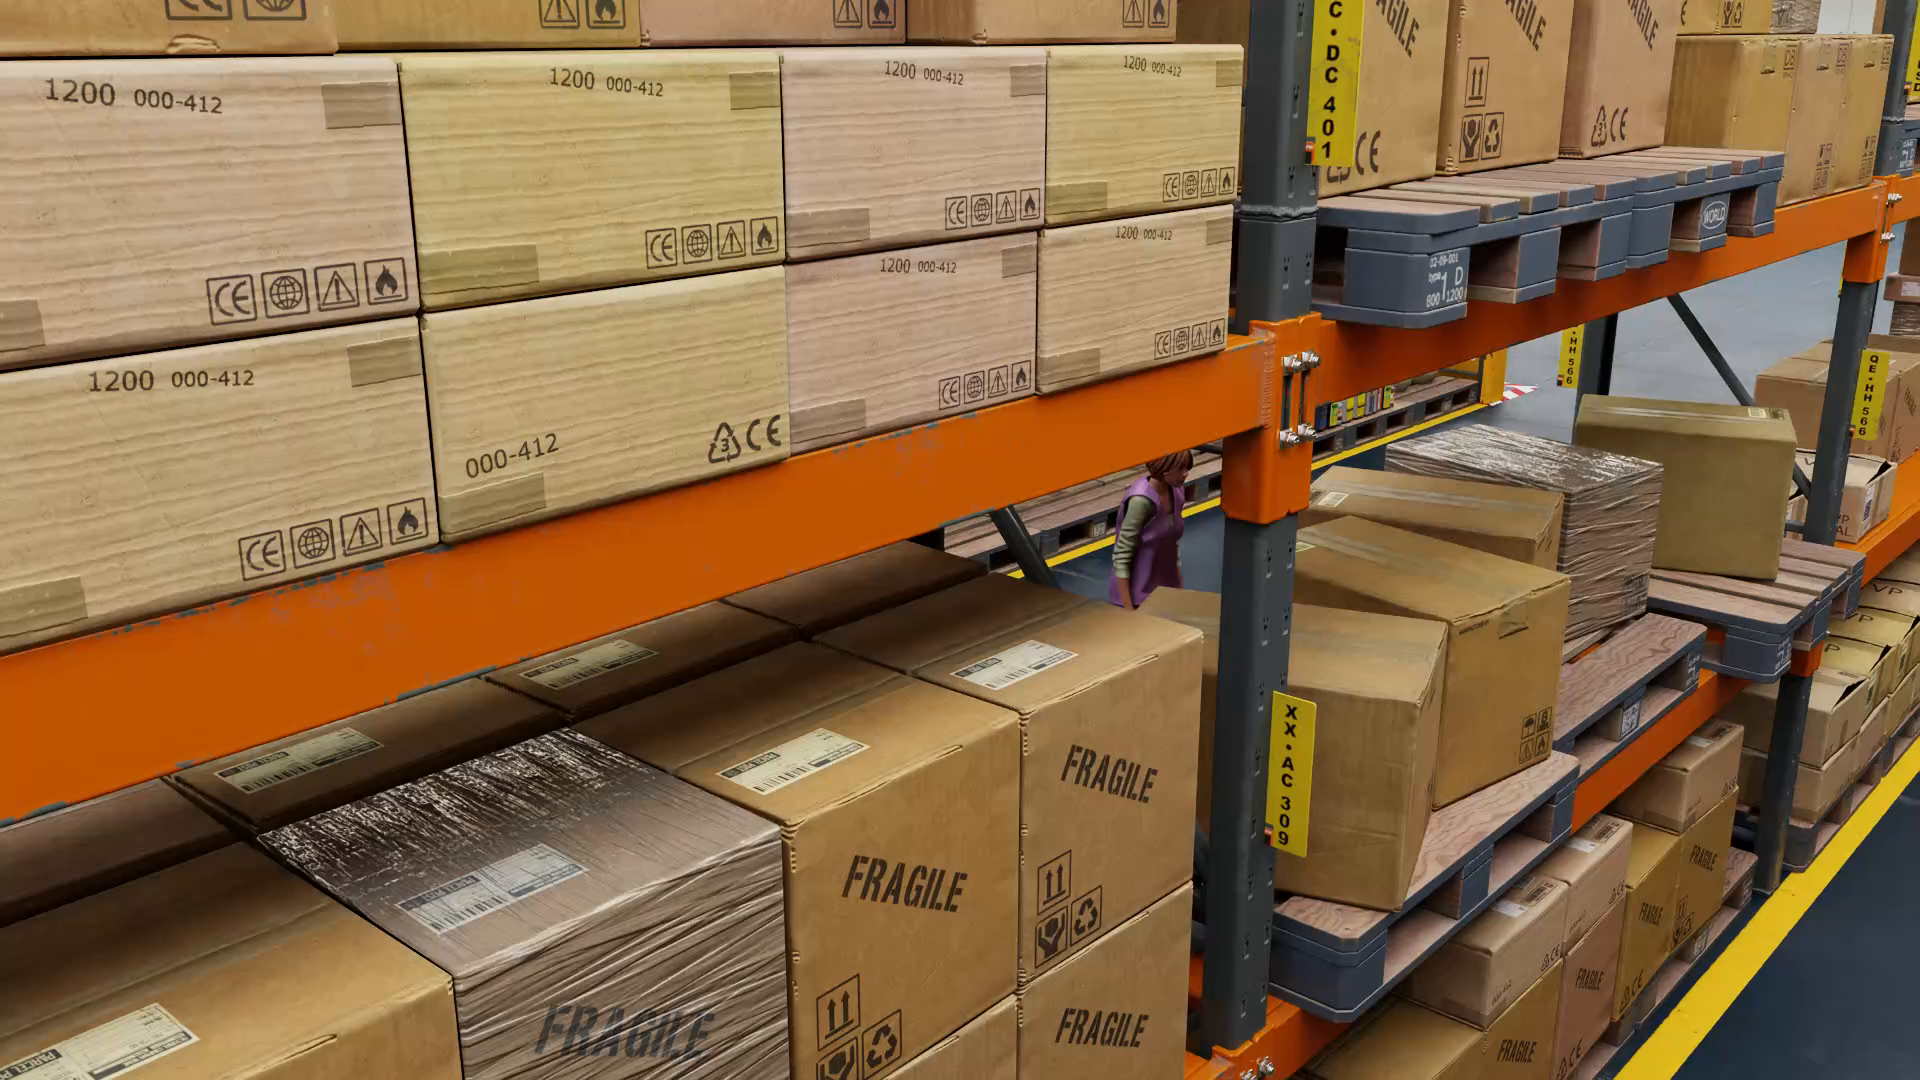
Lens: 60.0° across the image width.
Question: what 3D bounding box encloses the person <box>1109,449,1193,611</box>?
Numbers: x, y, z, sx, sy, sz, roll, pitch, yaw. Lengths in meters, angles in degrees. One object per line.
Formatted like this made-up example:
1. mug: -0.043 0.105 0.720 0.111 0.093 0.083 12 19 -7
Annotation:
1. person: 0.874 0.289 7.652 0.349 1.581 0.466 15 22 39
